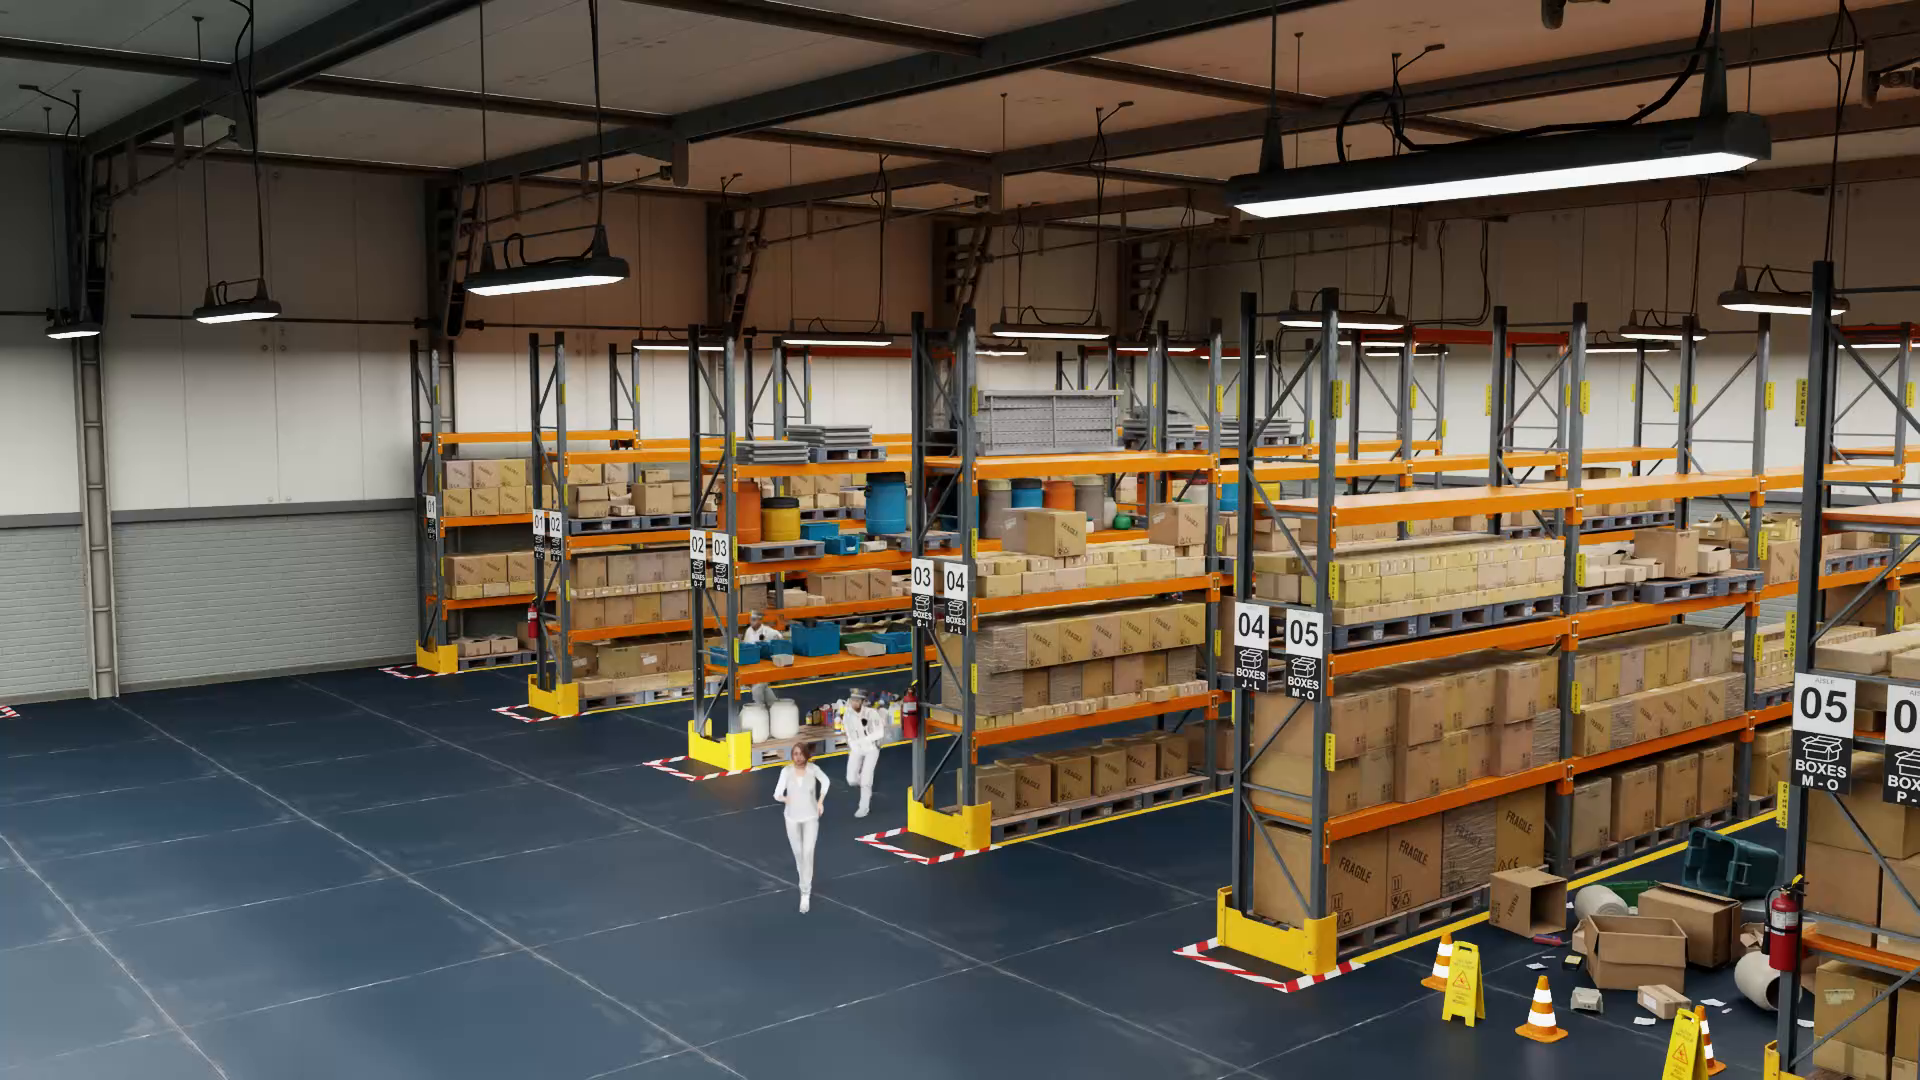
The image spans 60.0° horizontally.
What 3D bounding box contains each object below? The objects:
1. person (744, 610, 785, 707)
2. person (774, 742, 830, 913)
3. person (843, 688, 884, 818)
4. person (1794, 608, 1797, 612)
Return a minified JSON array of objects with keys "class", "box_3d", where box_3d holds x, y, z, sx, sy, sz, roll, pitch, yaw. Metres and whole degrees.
[{"class":"person","box_3d":[-3.018,1.943,25.283,0.608,1.813,0.909,5,7,42]},{"class":"person","box_3d":[-1.588,2.820,16.668,0.529,1.632,0.810,0,5,3]},{"class":"person","box_3d":[-1.184,2.533,19.917,0.588,1.615,0.665,2,6,18]},{"class":"person","box_3d":[12.913,1.908,25.670,0.828,1.807,0.727,-4,6,-35]}]
